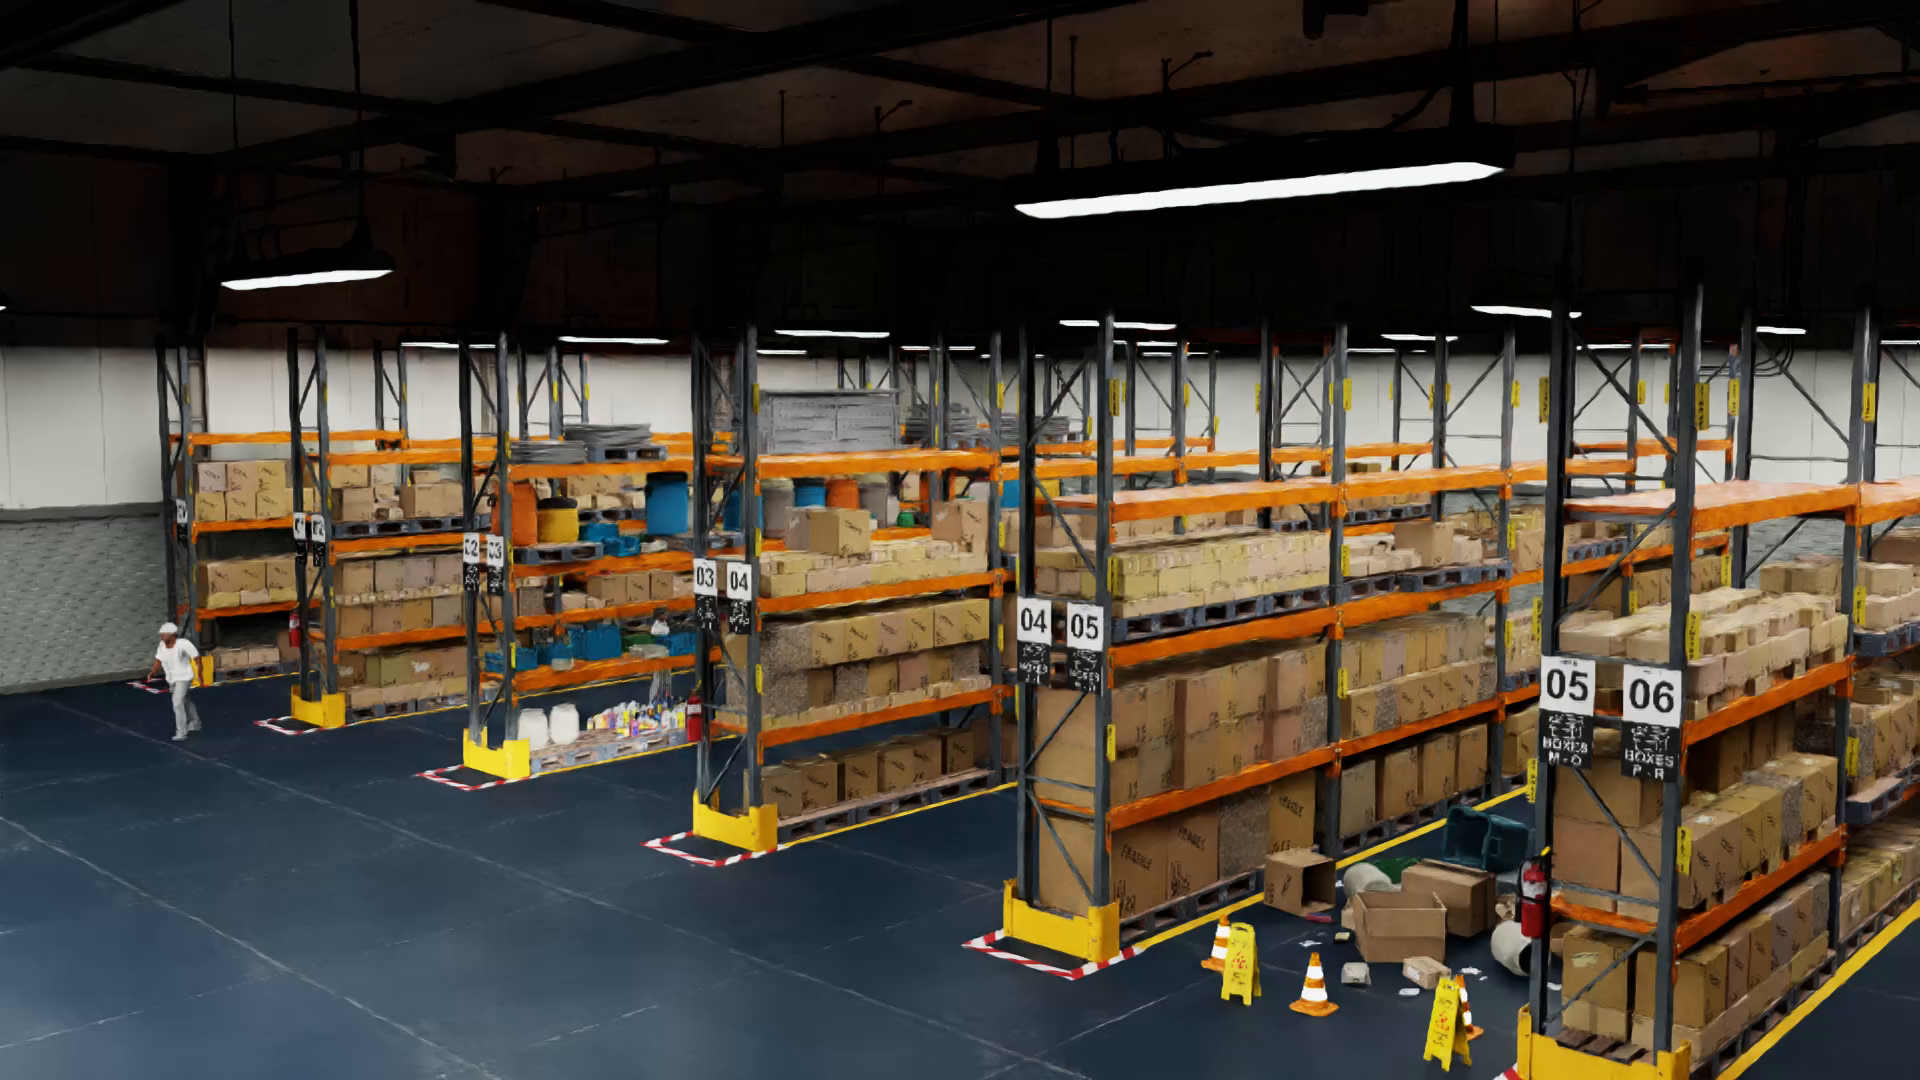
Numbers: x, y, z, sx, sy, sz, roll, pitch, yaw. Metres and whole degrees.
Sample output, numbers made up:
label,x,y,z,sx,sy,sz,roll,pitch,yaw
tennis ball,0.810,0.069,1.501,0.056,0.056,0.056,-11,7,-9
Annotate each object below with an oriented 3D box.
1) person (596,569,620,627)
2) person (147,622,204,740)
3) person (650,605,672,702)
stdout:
label,x,y,z,sx,sy,sz,roll,pitch,yaw
person,-7.089,1.200,33.251,0.535,1.653,1.036,4,6,34
person,-11.406,2.031,24.314,0.710,1.703,0.836,3,6,27
person,-4.668,1.858,26.212,0.416,1.677,0.537,1,6,14
